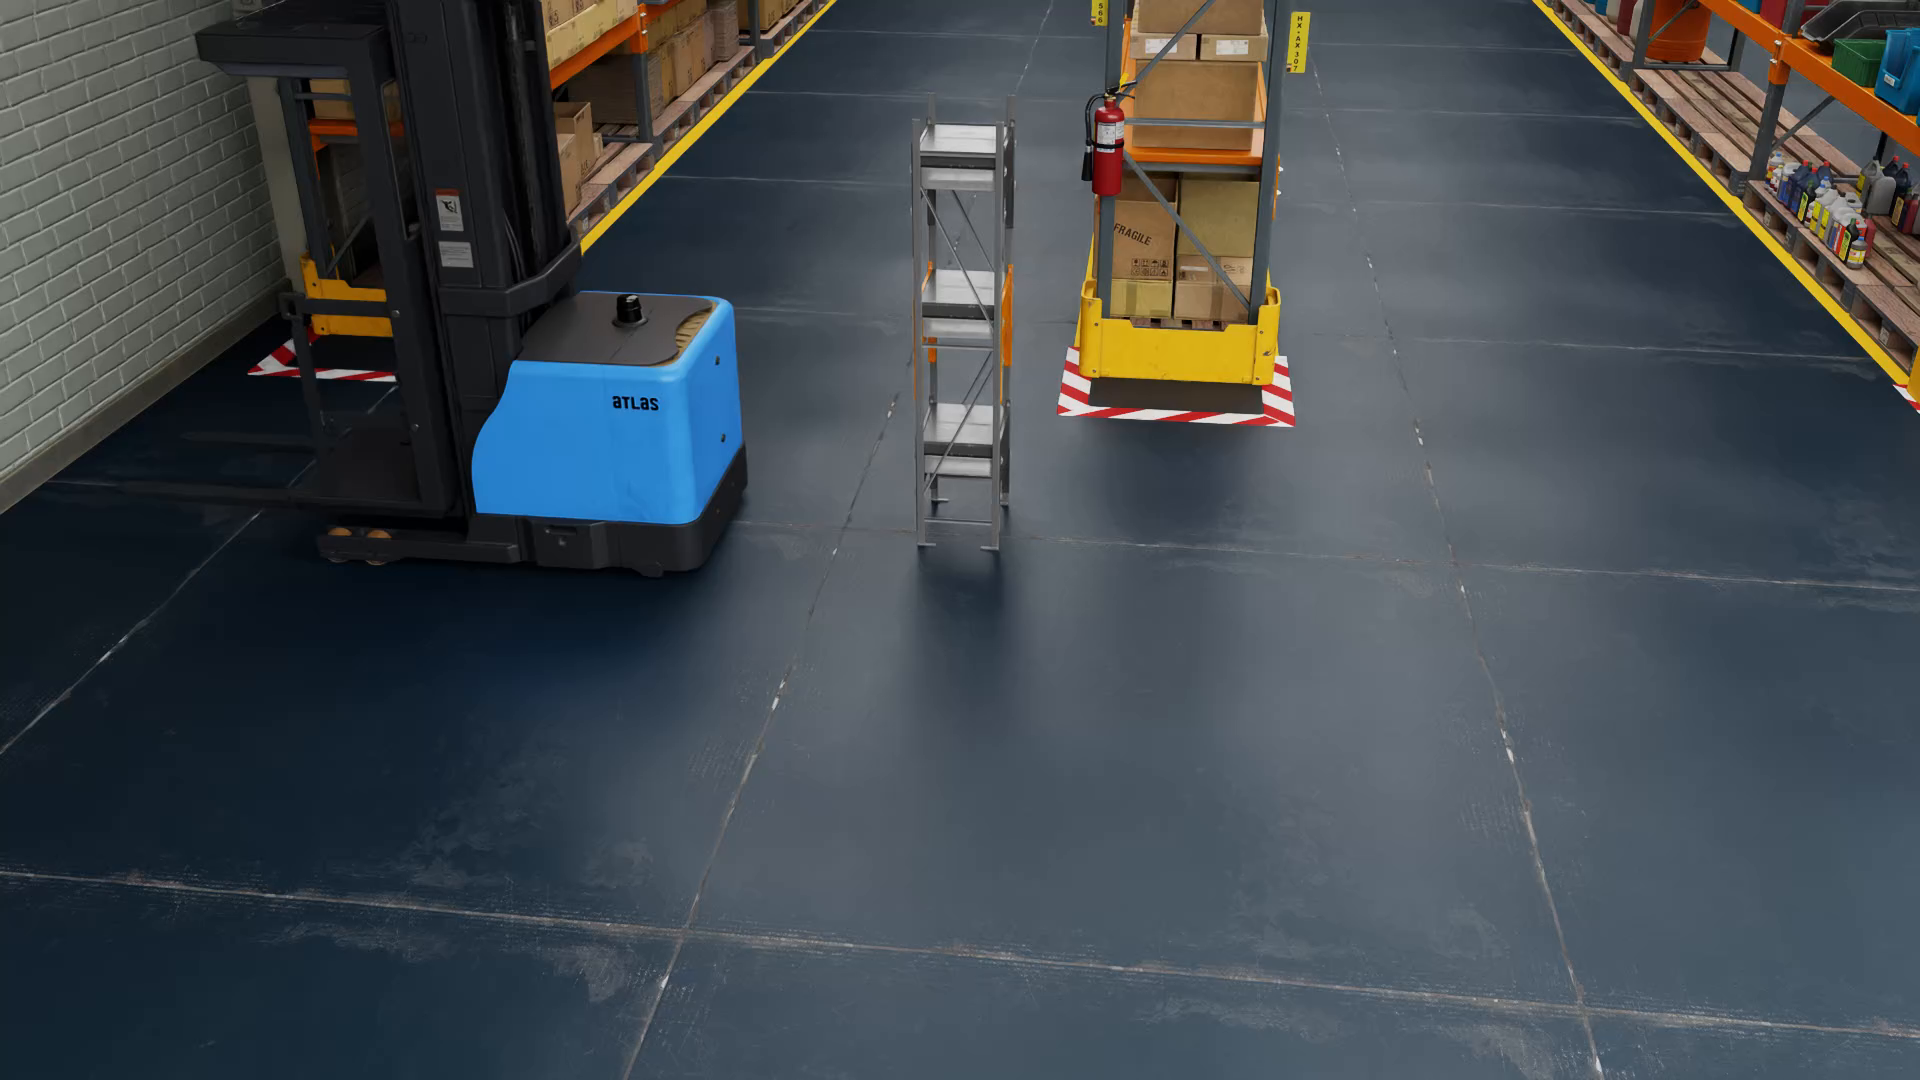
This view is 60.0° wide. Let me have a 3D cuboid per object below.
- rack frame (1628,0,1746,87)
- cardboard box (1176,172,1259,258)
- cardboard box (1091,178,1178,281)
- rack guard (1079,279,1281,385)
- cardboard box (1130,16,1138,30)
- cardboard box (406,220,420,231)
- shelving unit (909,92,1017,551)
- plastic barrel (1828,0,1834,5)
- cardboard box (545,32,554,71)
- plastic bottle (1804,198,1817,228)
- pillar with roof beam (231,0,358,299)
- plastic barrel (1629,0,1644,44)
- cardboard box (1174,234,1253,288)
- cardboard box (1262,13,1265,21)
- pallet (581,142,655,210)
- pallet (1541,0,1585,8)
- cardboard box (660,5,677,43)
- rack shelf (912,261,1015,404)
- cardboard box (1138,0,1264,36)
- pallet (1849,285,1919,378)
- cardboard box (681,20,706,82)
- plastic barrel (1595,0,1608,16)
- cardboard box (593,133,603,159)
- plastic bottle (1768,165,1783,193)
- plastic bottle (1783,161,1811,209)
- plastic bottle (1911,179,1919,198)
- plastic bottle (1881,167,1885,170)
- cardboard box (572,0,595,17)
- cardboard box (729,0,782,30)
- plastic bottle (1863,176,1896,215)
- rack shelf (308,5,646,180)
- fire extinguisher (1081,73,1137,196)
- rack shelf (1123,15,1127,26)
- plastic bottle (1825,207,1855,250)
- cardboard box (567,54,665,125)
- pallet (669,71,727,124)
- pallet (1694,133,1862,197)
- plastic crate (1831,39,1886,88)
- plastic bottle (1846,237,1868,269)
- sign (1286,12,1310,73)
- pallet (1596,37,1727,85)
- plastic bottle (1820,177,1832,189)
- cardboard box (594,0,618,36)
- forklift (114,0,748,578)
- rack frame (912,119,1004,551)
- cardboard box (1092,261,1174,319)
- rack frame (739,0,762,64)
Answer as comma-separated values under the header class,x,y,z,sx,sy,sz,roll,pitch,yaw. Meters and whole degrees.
class,x,y,z,sx,sy,sz,roll,pitch,yaw
rack frame,7.217,-5.848,15.942,1.000,3.000,0.127,3,28,6
cardboard box,1.667,-2.151,10.746,0.500,0.500,0.500,3,28,6
cardboard box,1.092,-1.946,10.365,0.500,0.500,0.500,3,28,6
rack guard,1.318,-1.260,10.062,1.175,0.500,0.348,3,28,6
cardboard box,1.210,-3.015,9.895,0.380,0.149,0.250,4,29,7
cardboard box,-3.422,-1.988,11.149,0.500,0.311,0.500,0,28,0
shelving unit,0.020,-1.002,7.897,0.431,2.100,0.503,3,28,6
plastic barrel,7.062,-4.462,13.227,0.433,0.535,0.433,0,28,0
cardboard box,-3.103,-3.297,11.343,0.500,0.250,0.500,3,28,5
plastic bottle,6.135,-2.350,11.936,0.097,0.201,0.097,0,28,0
pillar with roof beam,-0.096,-5.429,8.838,9.100,9.000,0.400,3,28,6
plastic barrel,7.240,-5.440,17.365,0.421,0.512,0.421,0,28,0
cardboard box,1.665,-1.821,10.924,0.500,0.250,0.500,3,28,6
cardboard box,1.645,-3.115,10.080,0.380,0.149,0.250,3,29,6
pallet,-3.153,-2.995,13.586,1.003,0.211,1.213,3,28,6
pallet,7.759,-6.851,20.745,1.003,0.211,1.213,3,28,6
cardboard box,-2.921,-4.764,15.311,0.500,0.250,0.500,3,28,5
rack shelf,0.020,-0.990,7.903,0.431,0.518,0.480,3,28,6
cardboard box,1.398,-3.231,9.611,0.700,0.500,0.500,3,29,6
pallet,6.304,-1.275,10.394,1.003,0.211,1.213,3,28,6
cardboard box,-2.863,-4.704,15.990,0.700,0.500,0.500,3,28,6
plastic barrel,7.537,-6.403,18.743,0.600,0.901,0.708,3,28,6
cardboard box,-3.141,-3.233,13.613,0.380,0.166,0.250,0,28,0
plastic bottle,6.240,-2.754,12.686,0.097,0.201,0.097,0,28,0
plastic bottle,6.216,-2.637,12.310,0.144,0.351,0.185,4,29,8
plastic bottle,6.871,-2.430,11.927,0.144,0.351,0.185,3,28,6
plastic bottle,6.992,-2.738,12.656,0.097,0.201,0.097,0,28,0
cardboard box,-2.984,-4.101,12.047,0.500,0.500,0.500,3,28,5
cardboard box,-2.395,-6.001,18.049,0.750,0.750,0.750,3,28,6
plastic bottle,6.760,-2.546,12.221,0.152,0.276,0.135,3,28,6
rack shelf,-3.351,-3.283,11.939,1.077,0.370,4.000,3,28,6
fire extinguisher,0.846,-2.309,9.455,0.296,0.674,0.183,3,28,6
rack shelf,2.056,-4.879,14.903,1.077,0.370,4.000,3,28,6
plastic bottle,6.102,-2.149,11.484,0.152,0.276,0.135,3,28,5
cardboard box,-3.032,-3.981,14.649,0.700,0.500,0.500,4,29,8
pallet,-2.865,-4.256,15.926,1.003,0.211,1.213,3,28,6
pallet,6.785,-3.109,13.799,1.003,0.211,1.213,3,28,6
plastic crate,6.280,-3.249,11.342,0.450,0.188,0.662,3,28,6
plastic bottle,6.027,-1.934,11.163,0.097,0.201,0.097,0,28,0
sign,1.871,-2.753,9.200,0.100,0.325,0.005,3,28,6
pallet,7.272,-4.994,17.297,1.003,0.211,1.213,3,28,6
plastic bottle,6.318,-2.526,12.190,0.097,0.271,0.097,0,28,0
cardboard box,-2.932,-4.009,12.666,0.500,0.250,0.500,3,29,6
forklift,-2.660,-1.413,7.782,3.031,2.935,1.130,4,29,7
rack frame,-0.010,-0.887,7.683,0.400,2.100,0.015,3,28,6
cardboard box,1.094,-1.616,10.543,0.500,0.250,0.500,3,28,6
rack frame,-2.615,-6.424,17.011,1.000,3.000,0.127,3,28,6
